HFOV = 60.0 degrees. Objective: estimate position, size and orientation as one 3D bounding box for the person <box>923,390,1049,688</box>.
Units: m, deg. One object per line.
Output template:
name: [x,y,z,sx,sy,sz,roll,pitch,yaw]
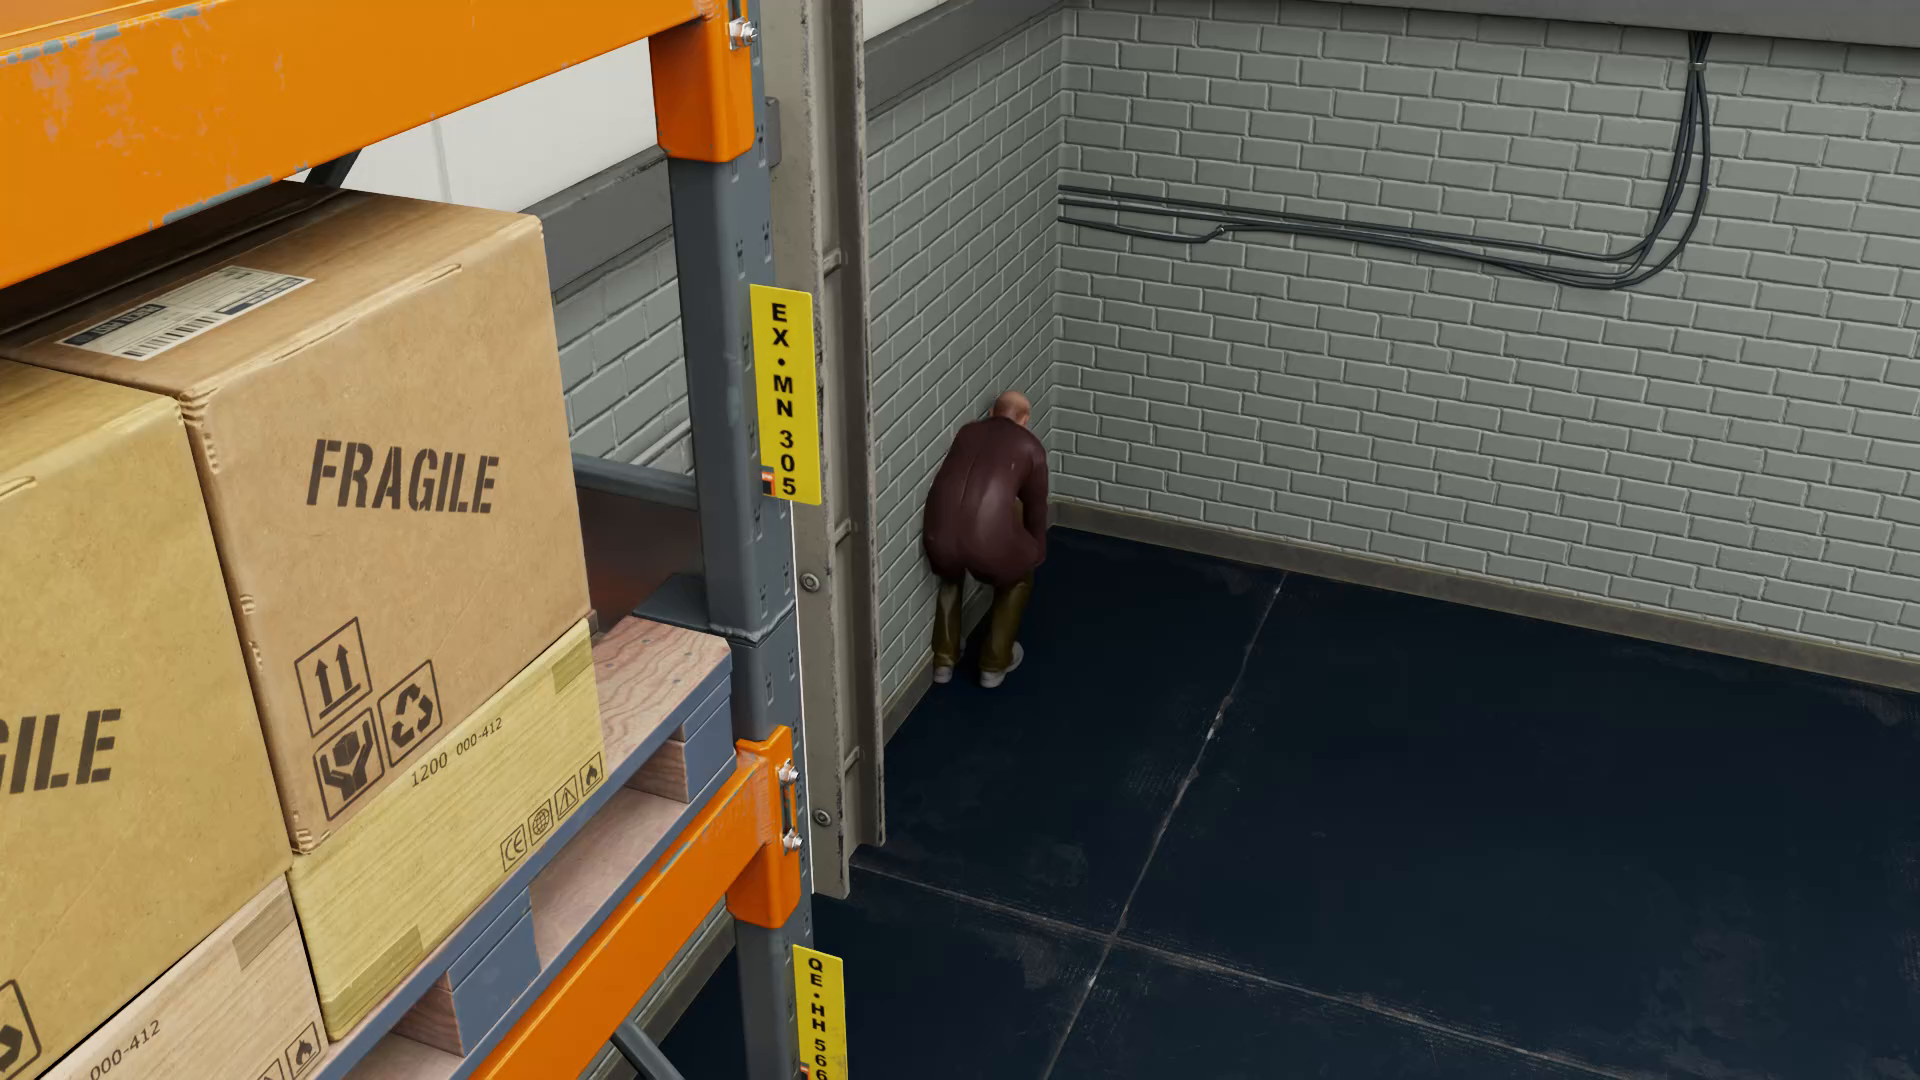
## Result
person: [0.132,0.006,7.717,0.574,1.205,0.928,10,31,17]
